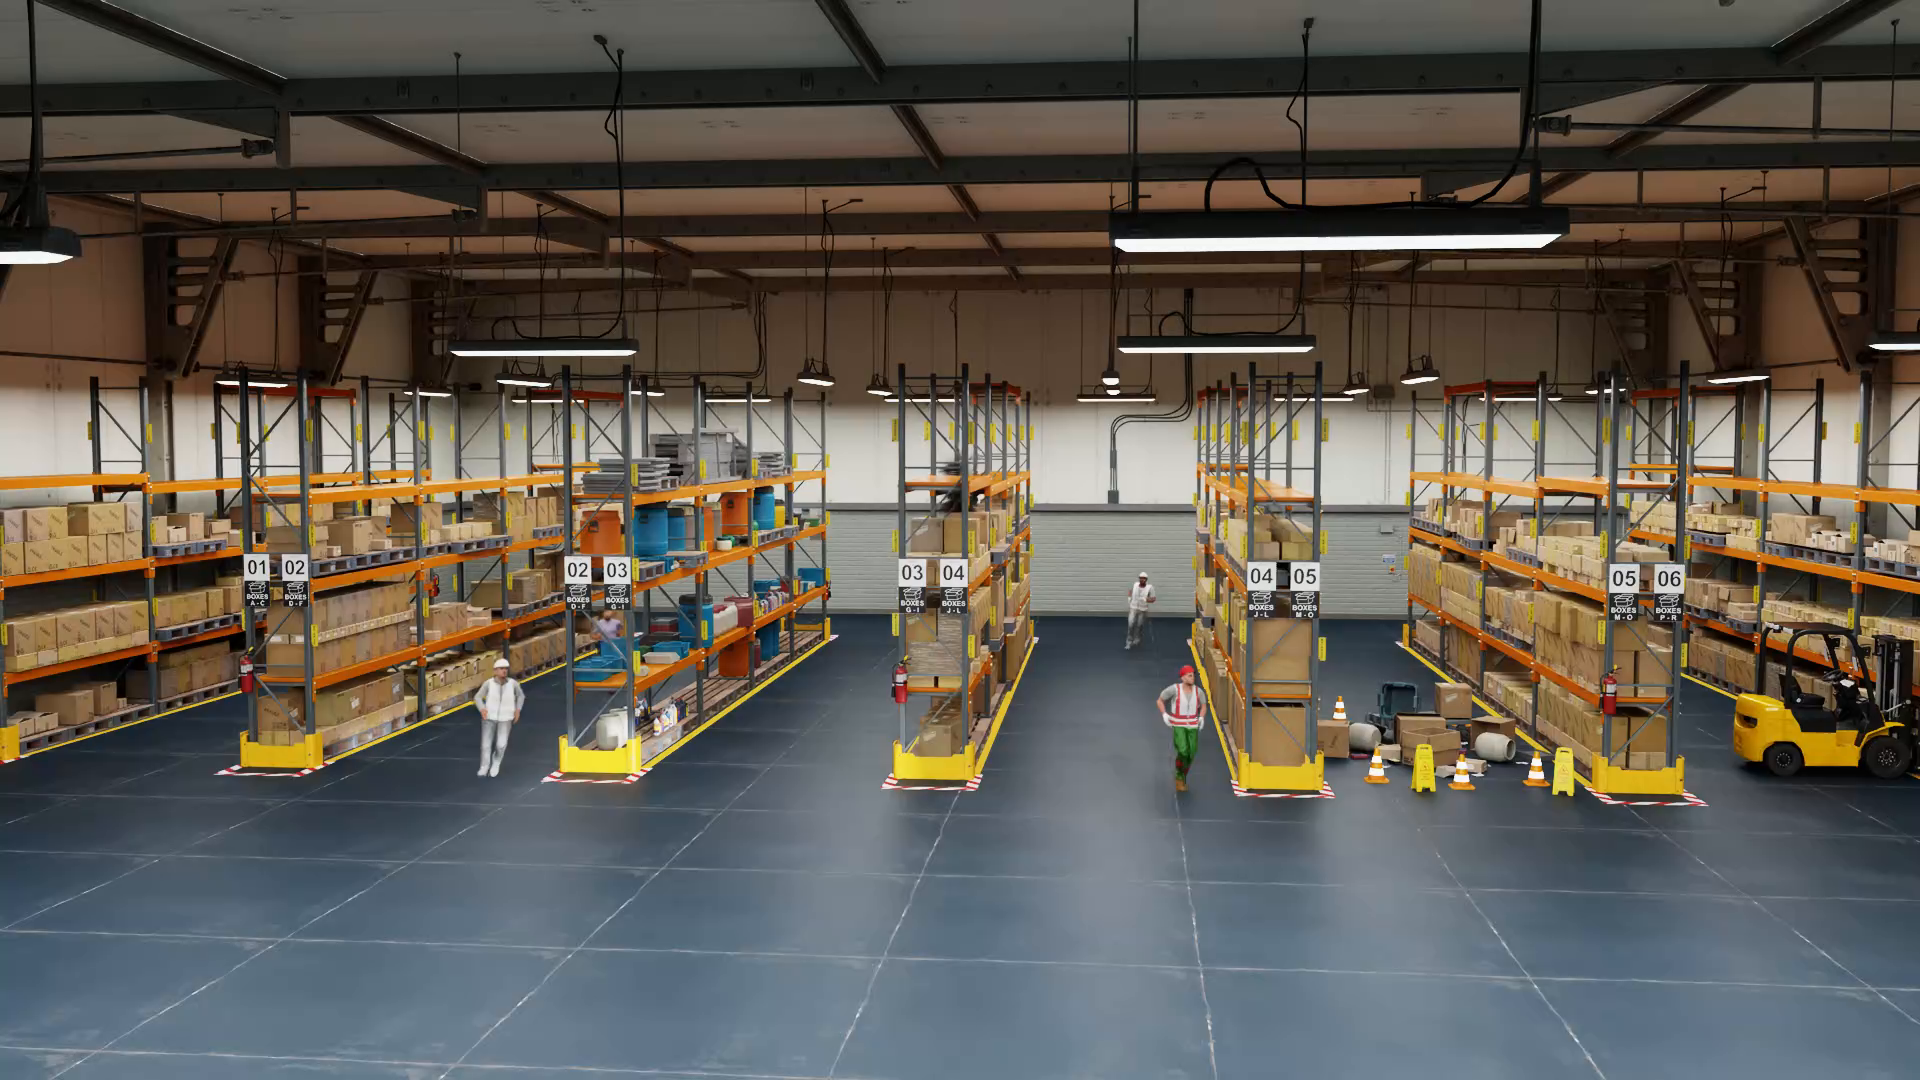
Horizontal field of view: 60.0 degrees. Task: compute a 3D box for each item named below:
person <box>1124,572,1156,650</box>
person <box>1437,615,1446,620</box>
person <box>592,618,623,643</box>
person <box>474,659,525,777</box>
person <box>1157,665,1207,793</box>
[{"bbox_3d":[4.226,1.655,38.723,0.700,1.834,0.766,1,4,15],"label":"person"},{"bbox_3d":[11.815,1.491,40.007,0.778,1.632,0.755,-3,5,-36],"label":"person"},{"bbox_3d":[-6.788,1.742,32.015,0.578,0.509,0.425,-1,4,-9],"label":"person"},{"bbox_3d":[-6.692,2.585,24.170,0.713,1.714,0.598,-1,4,-14],"label":"person"},{"bbox_3d":[3.136,2.626,23.244,0.674,1.762,0.528,-1,4,-13],"label":"person"}]
